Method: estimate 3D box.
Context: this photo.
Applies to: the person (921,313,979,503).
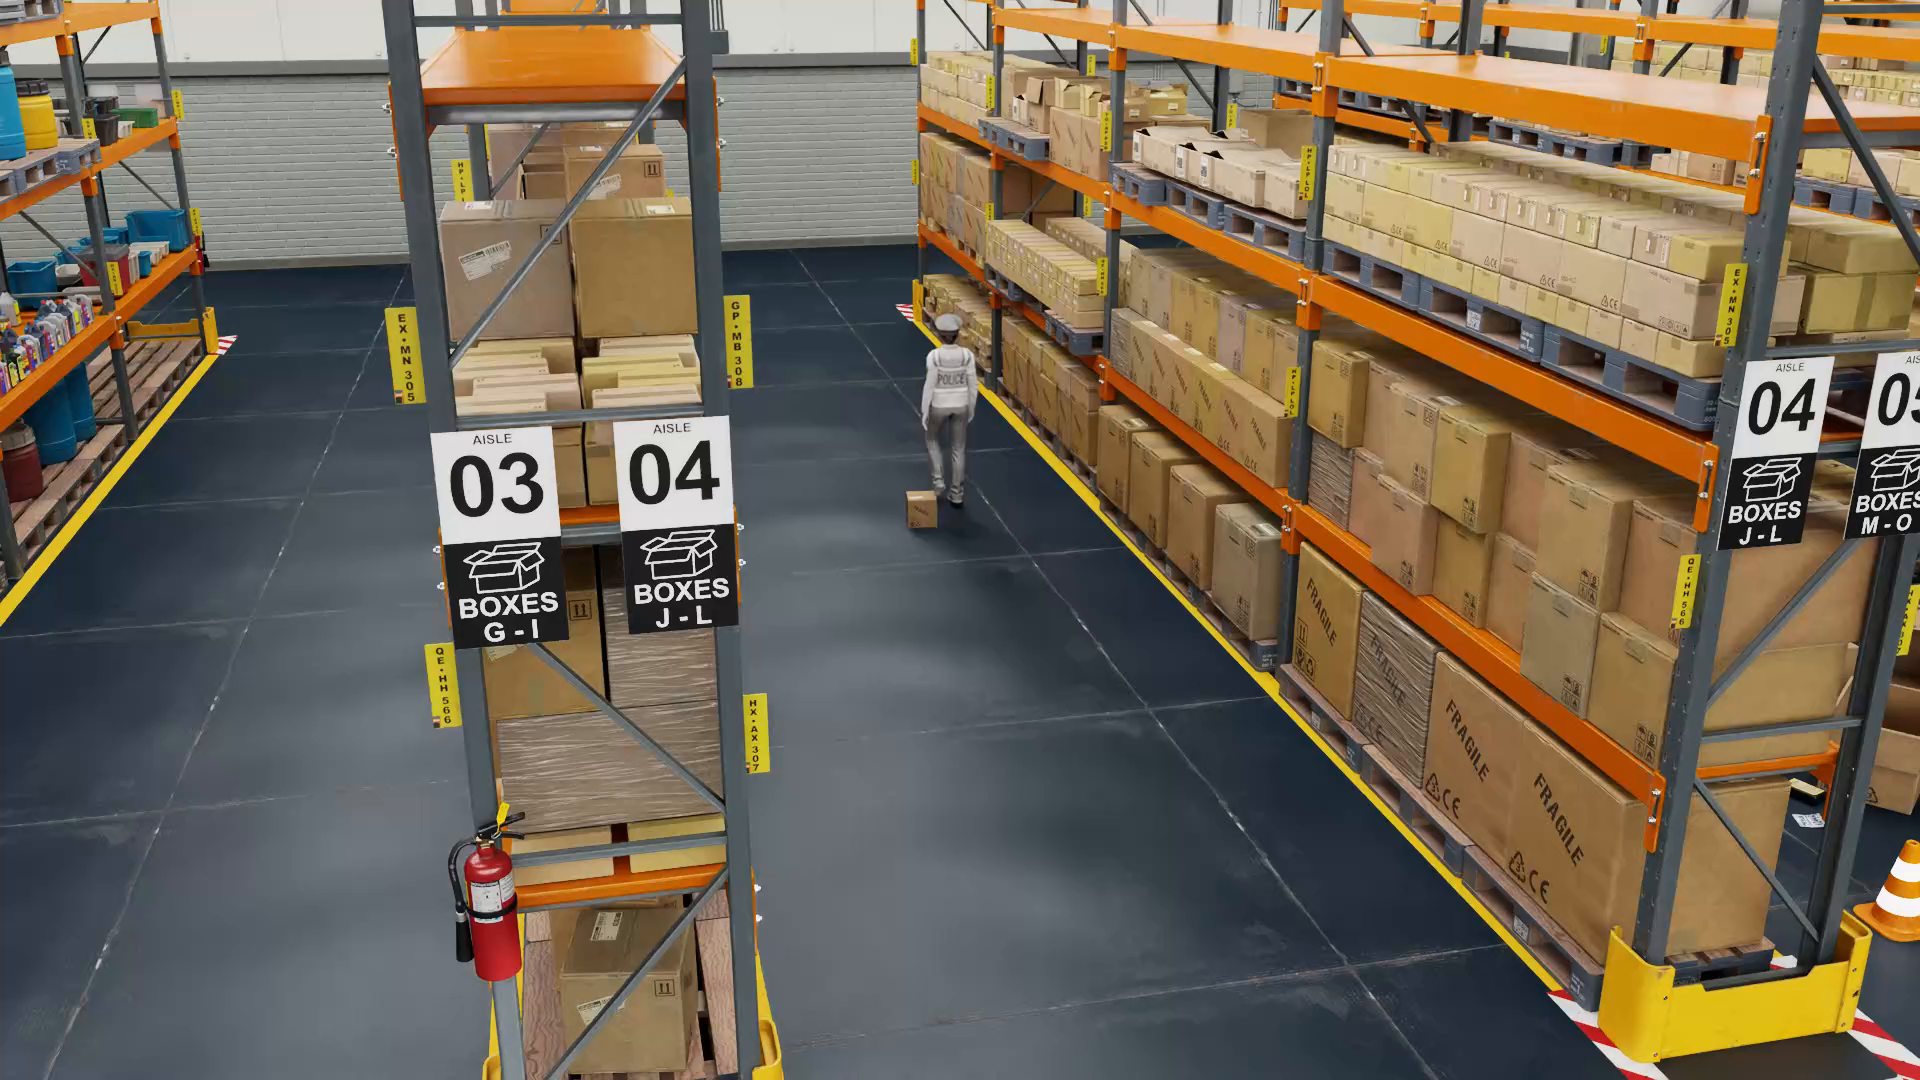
[{"bbox_3d":[-0.096,-1.139,14.730,0.522,1.747,0.496,-3,20,-8],"label":"person"}]
